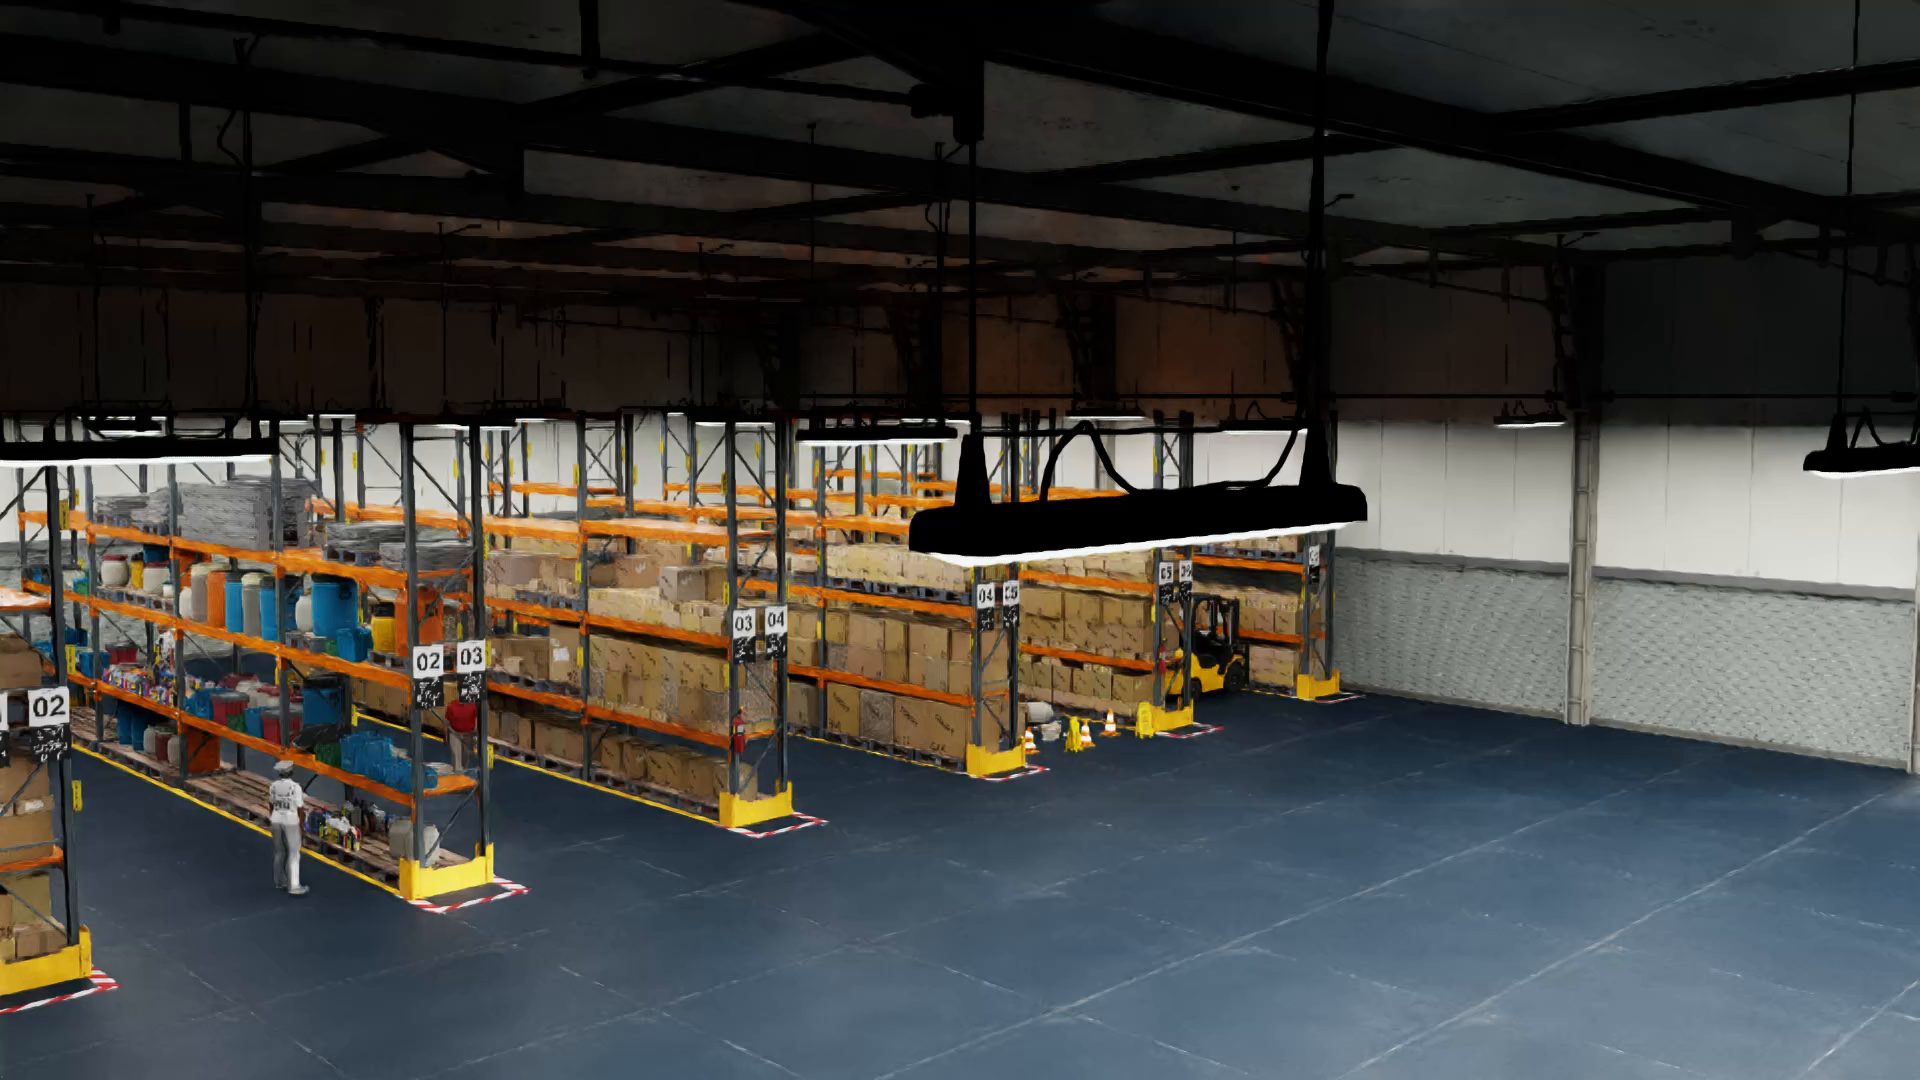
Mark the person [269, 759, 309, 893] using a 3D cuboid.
[{"bbox_3d":[-8.571,3.641,21.230,0.502,1.677,0.422,1,5,13],"label":"person"}]

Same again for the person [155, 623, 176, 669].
[{"bbox_3d":[-16.275,2.491,33.975,0.737,1.758,0.531,5,7,44],"label":"person"}]

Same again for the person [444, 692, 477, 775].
[{"bbox_3d":[-7.997,3.161,26.791,0.533,1.658,1.040,-4,6,-36],"label":"person"}]

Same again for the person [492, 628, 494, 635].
[{"bbox_3d":[-10.271,2.385,35.679,0.734,1.697,0.856,-4,6,-40],"label":"person"}]
